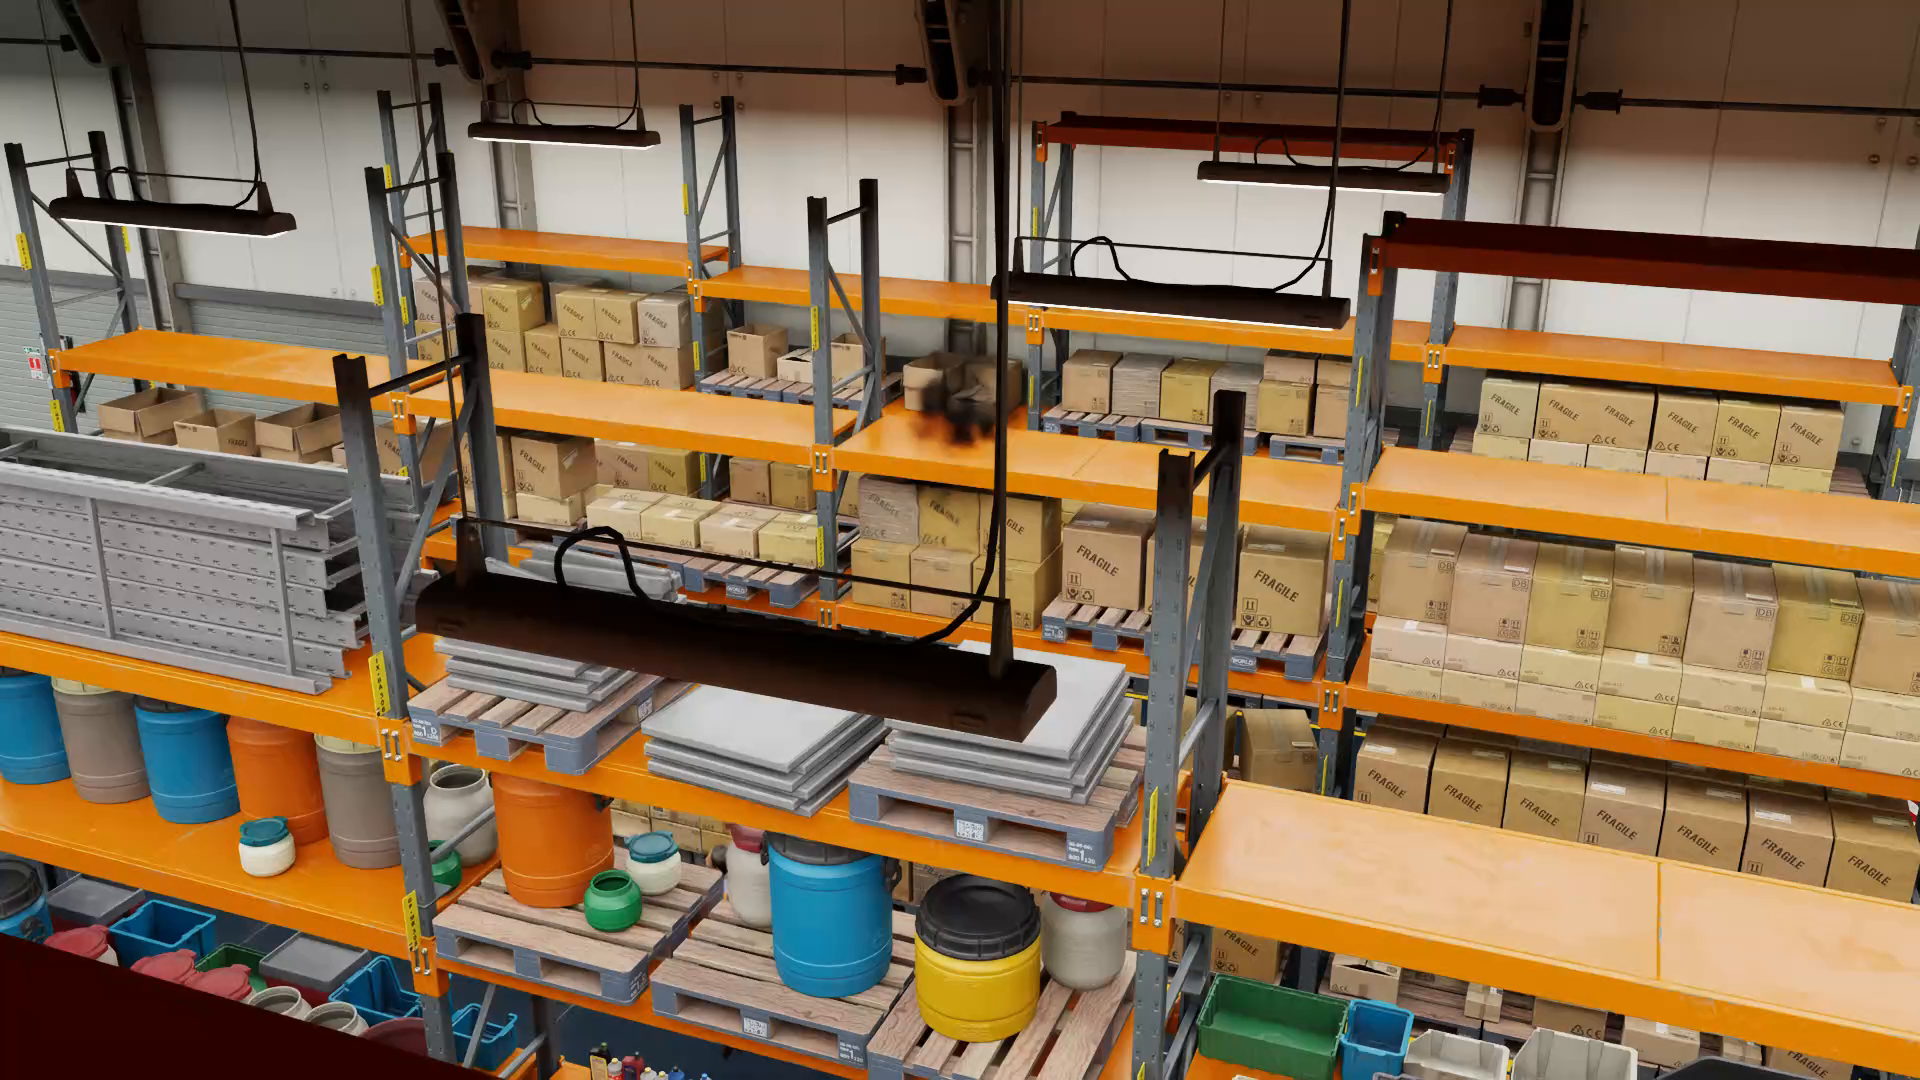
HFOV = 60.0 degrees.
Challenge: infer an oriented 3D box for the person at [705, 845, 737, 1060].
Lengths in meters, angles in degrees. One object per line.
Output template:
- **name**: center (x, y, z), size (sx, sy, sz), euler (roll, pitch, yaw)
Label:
- **person**: center (-1.705, 2.896, 11.757), size (0.567, 1.666, 0.579), euler (8, 22, 20)
